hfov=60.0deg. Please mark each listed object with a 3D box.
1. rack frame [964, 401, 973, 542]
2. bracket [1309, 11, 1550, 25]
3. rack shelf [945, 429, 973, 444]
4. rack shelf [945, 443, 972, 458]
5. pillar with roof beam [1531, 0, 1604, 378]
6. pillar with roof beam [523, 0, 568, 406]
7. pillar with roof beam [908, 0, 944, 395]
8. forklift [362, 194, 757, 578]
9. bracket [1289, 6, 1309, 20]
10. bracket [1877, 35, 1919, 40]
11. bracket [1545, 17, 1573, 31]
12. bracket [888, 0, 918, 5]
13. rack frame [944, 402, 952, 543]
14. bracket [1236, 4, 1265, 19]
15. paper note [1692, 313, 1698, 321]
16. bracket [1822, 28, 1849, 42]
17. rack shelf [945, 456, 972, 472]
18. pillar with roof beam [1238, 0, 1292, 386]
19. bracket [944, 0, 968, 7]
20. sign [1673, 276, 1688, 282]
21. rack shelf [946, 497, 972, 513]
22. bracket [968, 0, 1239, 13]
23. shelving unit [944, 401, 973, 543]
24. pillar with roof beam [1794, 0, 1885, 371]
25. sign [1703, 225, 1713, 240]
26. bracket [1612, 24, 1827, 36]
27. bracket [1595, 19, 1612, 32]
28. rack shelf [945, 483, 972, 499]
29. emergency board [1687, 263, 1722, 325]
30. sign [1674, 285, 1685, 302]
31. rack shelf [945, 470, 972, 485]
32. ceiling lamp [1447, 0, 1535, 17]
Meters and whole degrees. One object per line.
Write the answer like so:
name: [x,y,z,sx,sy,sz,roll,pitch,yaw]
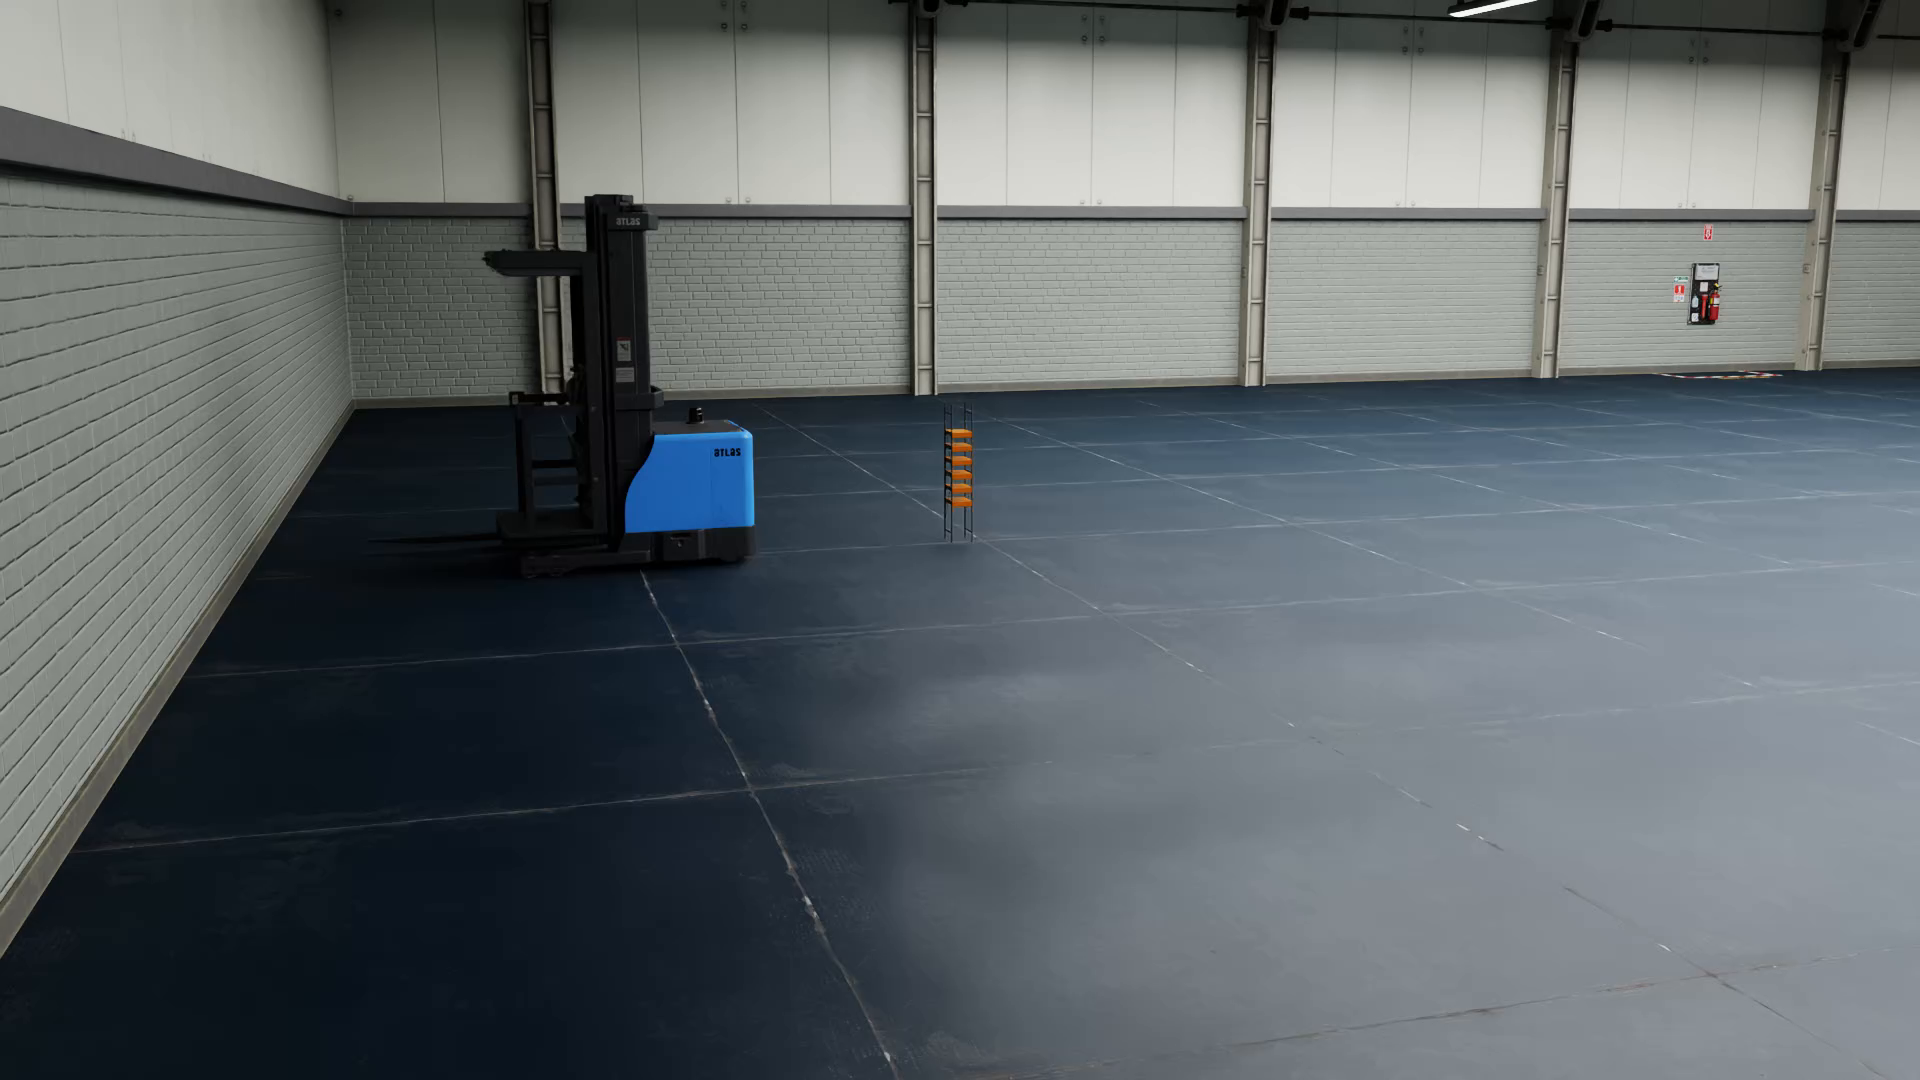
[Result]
rack frame: [0.074,-0.594,14.459,0.006,1.200,0.240,-3,11,-16]
bracket: [8.129,-9.025,28.772,4.783,0.066,0.076,-3,11,-16]
rack shelf: [-0.014,-0.900,14.377,0.180,0.103,0.258,-3,11,-16]
rack shelf: [-0.014,-0.782,14.398,0.180,0.103,0.258,-3,11,-16]
pillar with roof beam: [12.121,-6.720,26.195,0.548,9.000,9.100,-3,11,-16]
pillar with roof beam: [-5.161,-5.809,21.247,0.548,9.000,9.100,-3,11,-16]
pillar with roof beam: [0.599,-6.113,22.896,0.548,9.000,9.100,-3,11,-16]
forklift: [-3.232,-1.252,13.251,3.031,2.935,1.130,-3,11,-18]
bracket: [5.655,-8.894,28.064,0.430,0.232,0.235,-3,11,-16]
bracket: [19.650,-9.632,32.070,4.783,0.066,0.076,-3,11,-16]
bracket: [10.619,-9.156,29.485,0.430,0.232,0.235,-3,11,-16]
bracket: [-0.903,-8.549,26.186,0.430,0.232,0.235,-3,11,-16]
rack frame: [-0.102,-0.585,14.409,0.006,1.200,0.240,-3,11,-16]
bracket: [4.858,-8.852,27.835,0.430,0.232,0.235,-3,11,-16]
paper note: [14.106,-4.273,31.905,0.142,0.148,0.016,-3,11,-16]
bracket: [16.380,-9.460,31.134,0.430,0.232,0.235,-3,11,-16]
rack shelf: [-0.014,-0.664,14.420,0.180,0.103,0.258,-3,11,-16]
pillar with roof beam: [6.360,-6.416,24.546,0.548,9.000,9.100,-3,11,-16]
bracket: [-0.106,-8.591,26.414,0.430,0.232,0.235,-3,11,-16]
sign: [13.743,-4.970,31.696,0.331,0.109,0.001,-3,11,-16]
rack shelf: [-0.014,-0.310,14.485,0.180,0.103,0.258,-3,11,-16]
bracket: [2.368,-8.721,27.123,4.783,0.066,0.076,-3,11,-16]
shelving unit: [-0.014,-0.589,14.434,0.189,1.200,0.258,-3,11,-16]
pillar with roof beam: [17.882,-7.024,27.844,0.548,9.000,9.100,-3,11,-16]
sign: [14.260,-5.860,31.691,0.199,0.298,0.001,-3,11,-16]
bracket: [13.889,-9.328,30.421,4.783,0.066,0.076,-3,11,-16]
bracket: [11.416,-9.198,29.713,0.430,0.232,0.235,-3,11,-16]
rack shelf: [-0.014,-0.428,14.464,0.180,0.103,0.258,-3,11,-16]
emergency board: [14.295,-4.703,31.809,0.643,1.169,0.194,-3,11,-16]
sign: [13.736,-4.711,31.751,0.234,0.329,0.001,-3,11,-16]
rack shelf: [-0.014,-0.546,14.442,0.180,0.103,0.258,-3,11,-16]
ceiling lamp: [7.479,-9.222,23.666,0.800,3.185,2.000,-3,11,-16]
